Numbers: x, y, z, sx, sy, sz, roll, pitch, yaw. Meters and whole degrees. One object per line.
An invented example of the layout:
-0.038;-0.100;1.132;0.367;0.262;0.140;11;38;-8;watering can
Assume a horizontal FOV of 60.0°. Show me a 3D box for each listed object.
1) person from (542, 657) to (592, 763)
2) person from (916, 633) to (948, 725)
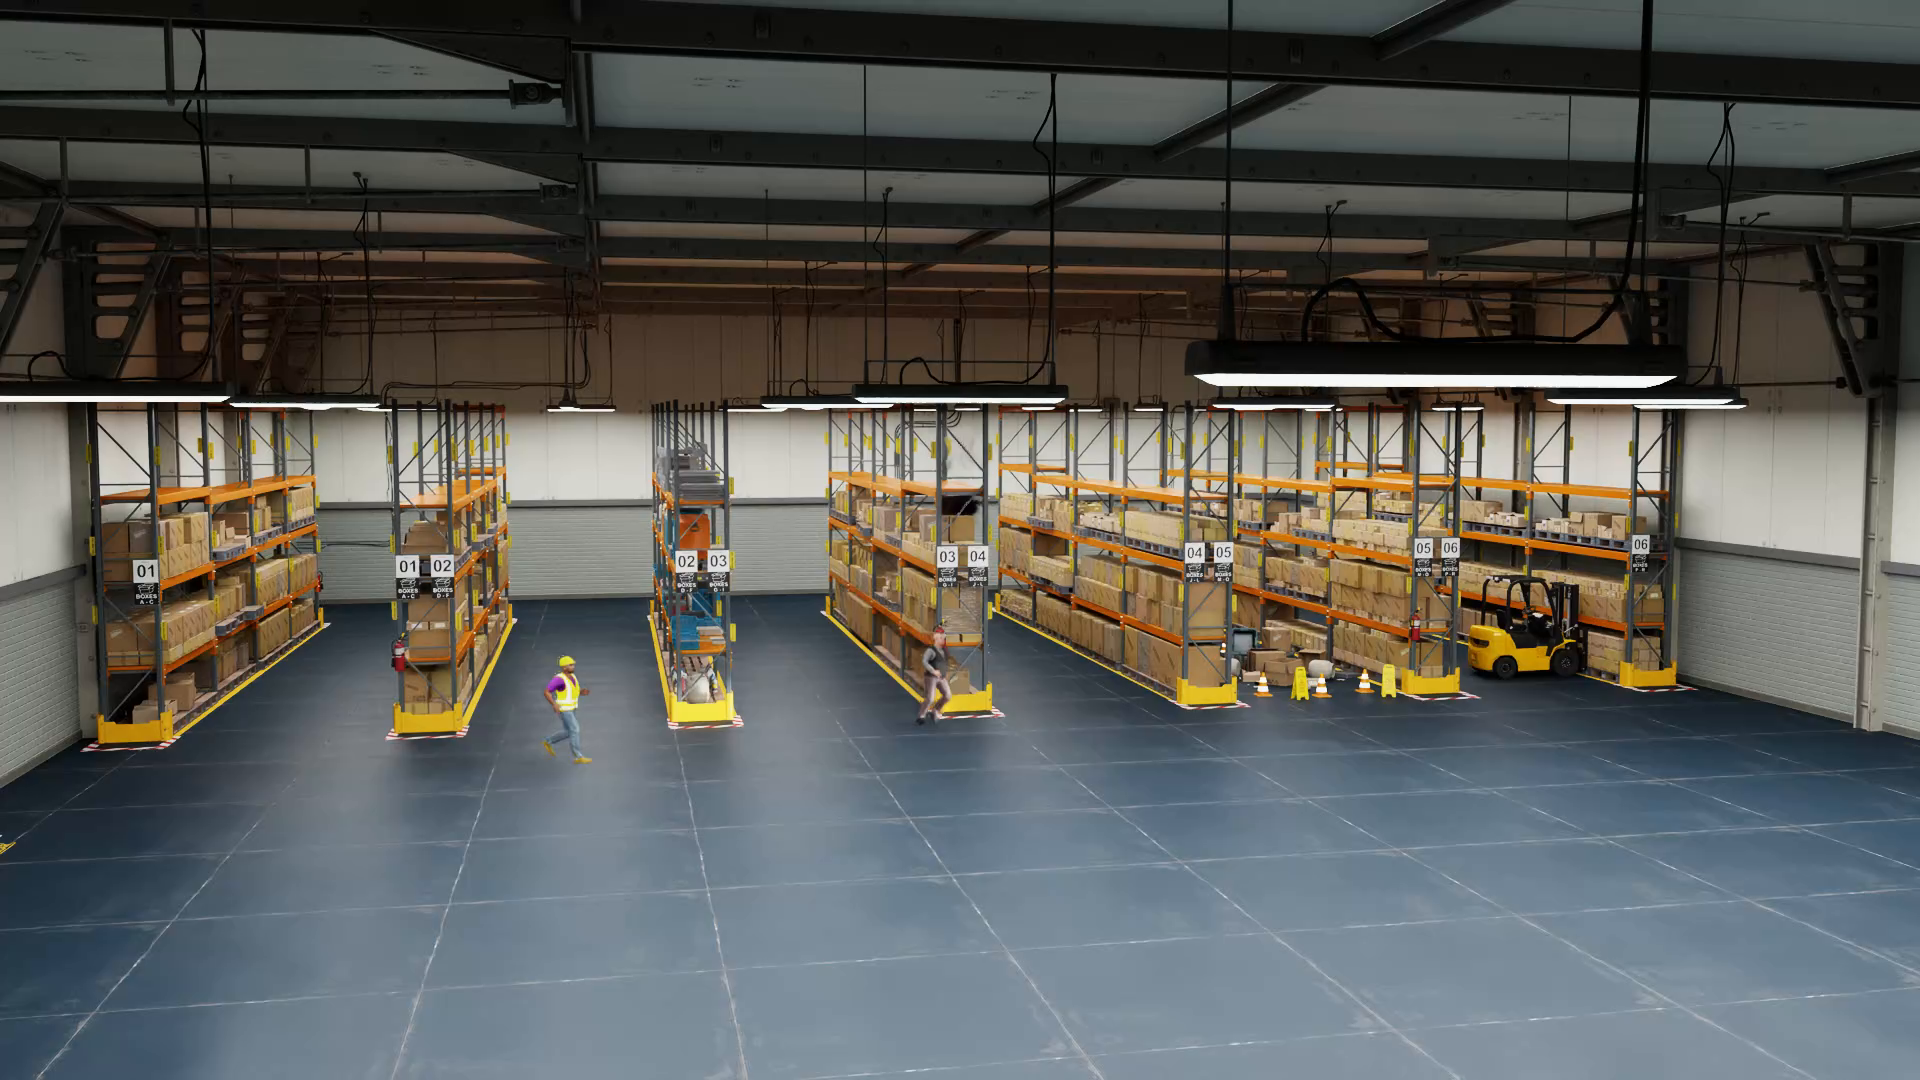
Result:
-6.475;2.777;27.267;0.915;1.749;0.705;1;4;13;person
-0.421;2.568;30.795;0.573;1.686;0.714;4;6;44;person
